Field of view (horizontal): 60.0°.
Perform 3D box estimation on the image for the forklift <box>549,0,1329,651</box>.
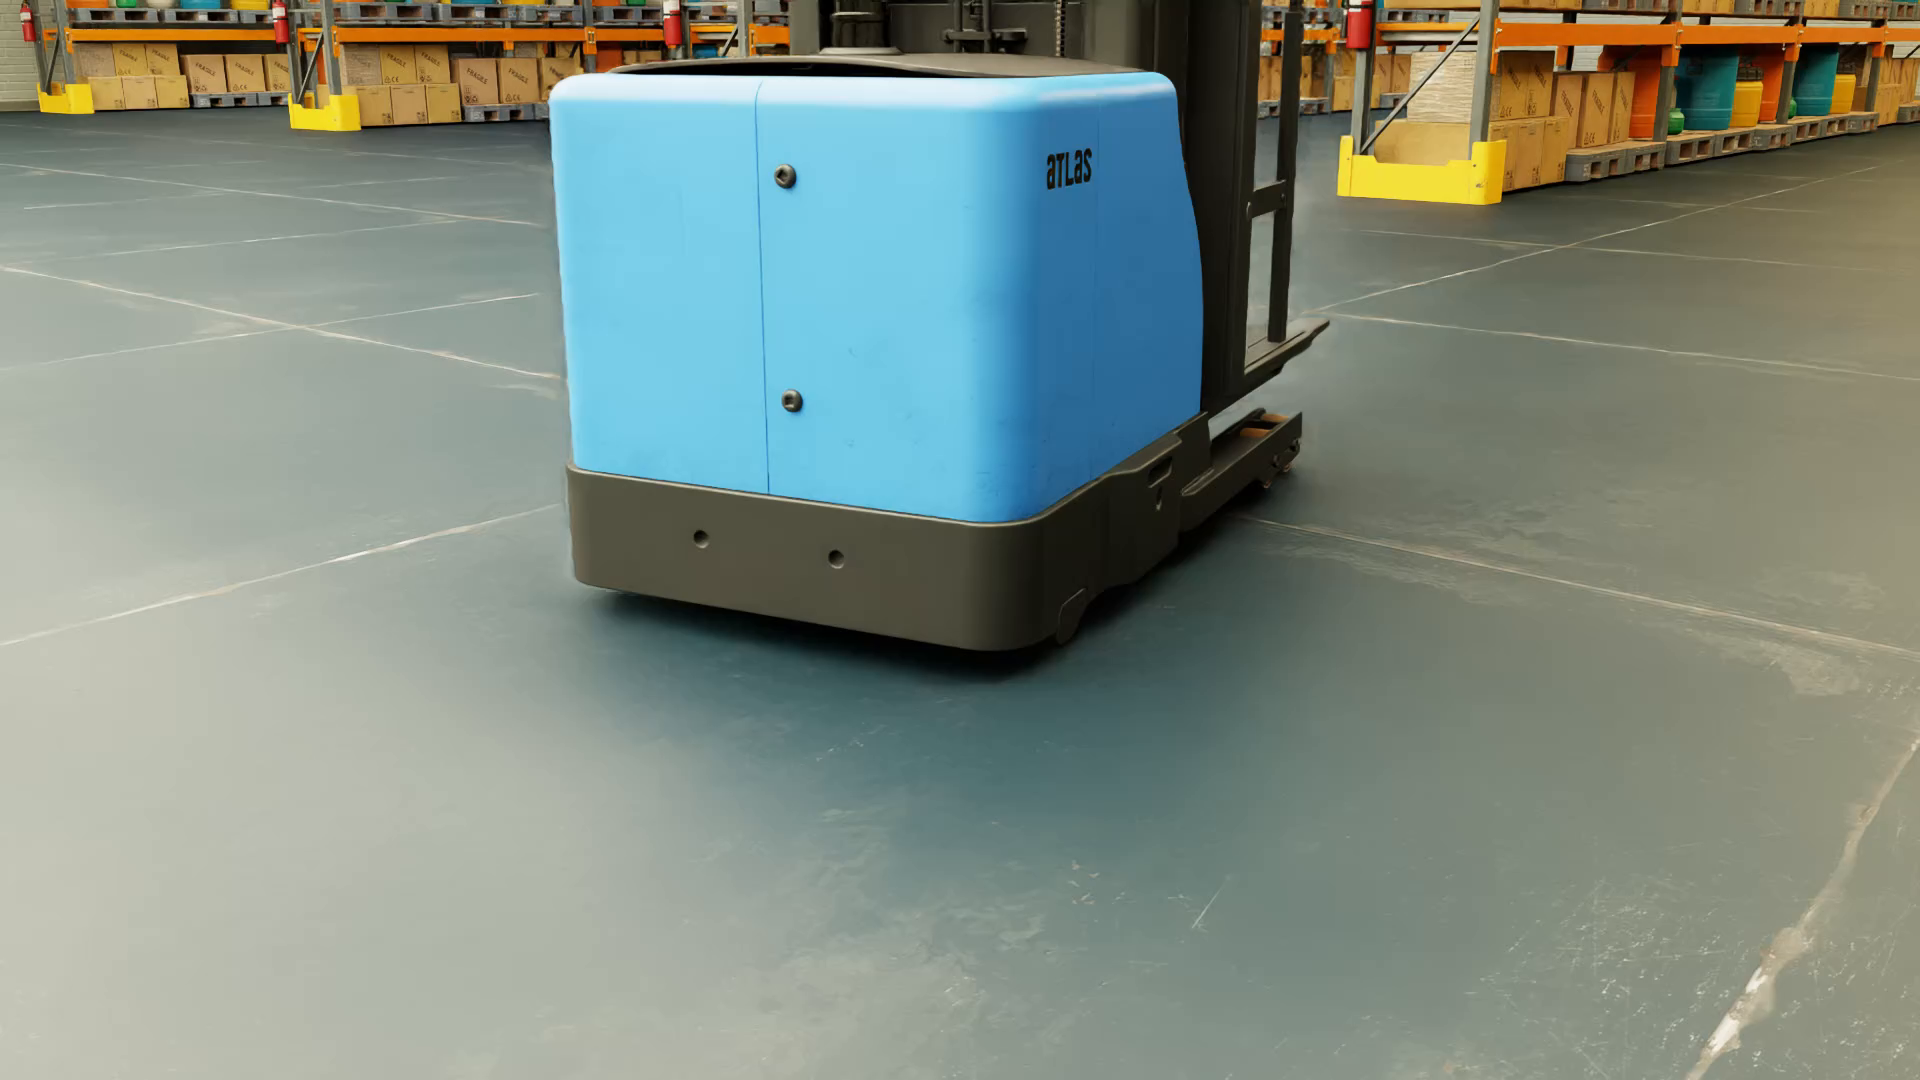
[{"bbox_3d":[0.289,-1.582,4.109,1.130,2.935,3.031,8,19,24],"label":"forklift"}]
